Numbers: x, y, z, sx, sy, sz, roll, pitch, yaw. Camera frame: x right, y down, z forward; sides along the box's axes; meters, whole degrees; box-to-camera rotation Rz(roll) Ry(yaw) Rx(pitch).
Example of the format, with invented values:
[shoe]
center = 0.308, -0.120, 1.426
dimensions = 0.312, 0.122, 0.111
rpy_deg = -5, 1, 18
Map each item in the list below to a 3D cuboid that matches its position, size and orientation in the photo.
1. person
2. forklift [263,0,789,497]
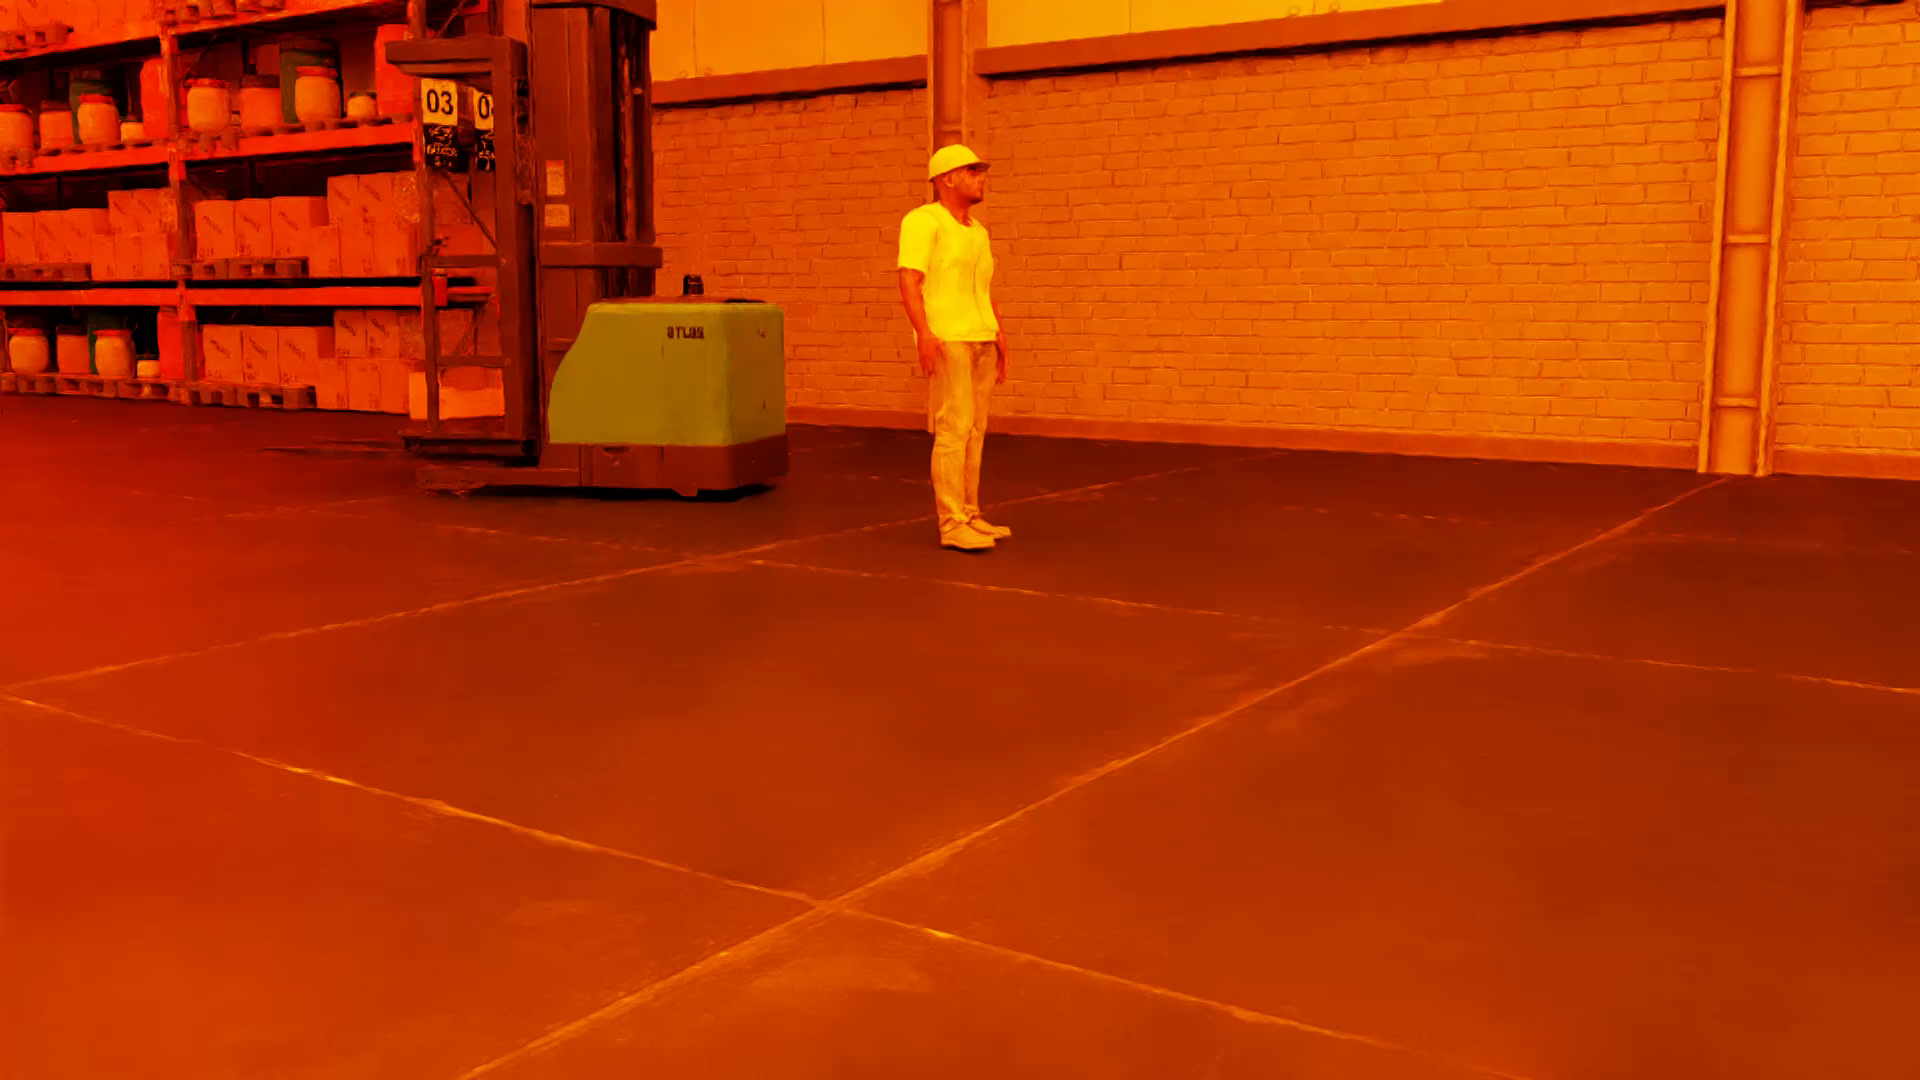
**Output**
[person]
center = 0.055, -0.875, 7.435
dimensions = 0.576, 1.765, 0.665
rpy_deg = 5, 10, 34
[forklift]
center = -2.596, -1.773, 9.663
dimensions = 3.031, 2.935, 1.130
rpy_deg = 2, 8, 14
